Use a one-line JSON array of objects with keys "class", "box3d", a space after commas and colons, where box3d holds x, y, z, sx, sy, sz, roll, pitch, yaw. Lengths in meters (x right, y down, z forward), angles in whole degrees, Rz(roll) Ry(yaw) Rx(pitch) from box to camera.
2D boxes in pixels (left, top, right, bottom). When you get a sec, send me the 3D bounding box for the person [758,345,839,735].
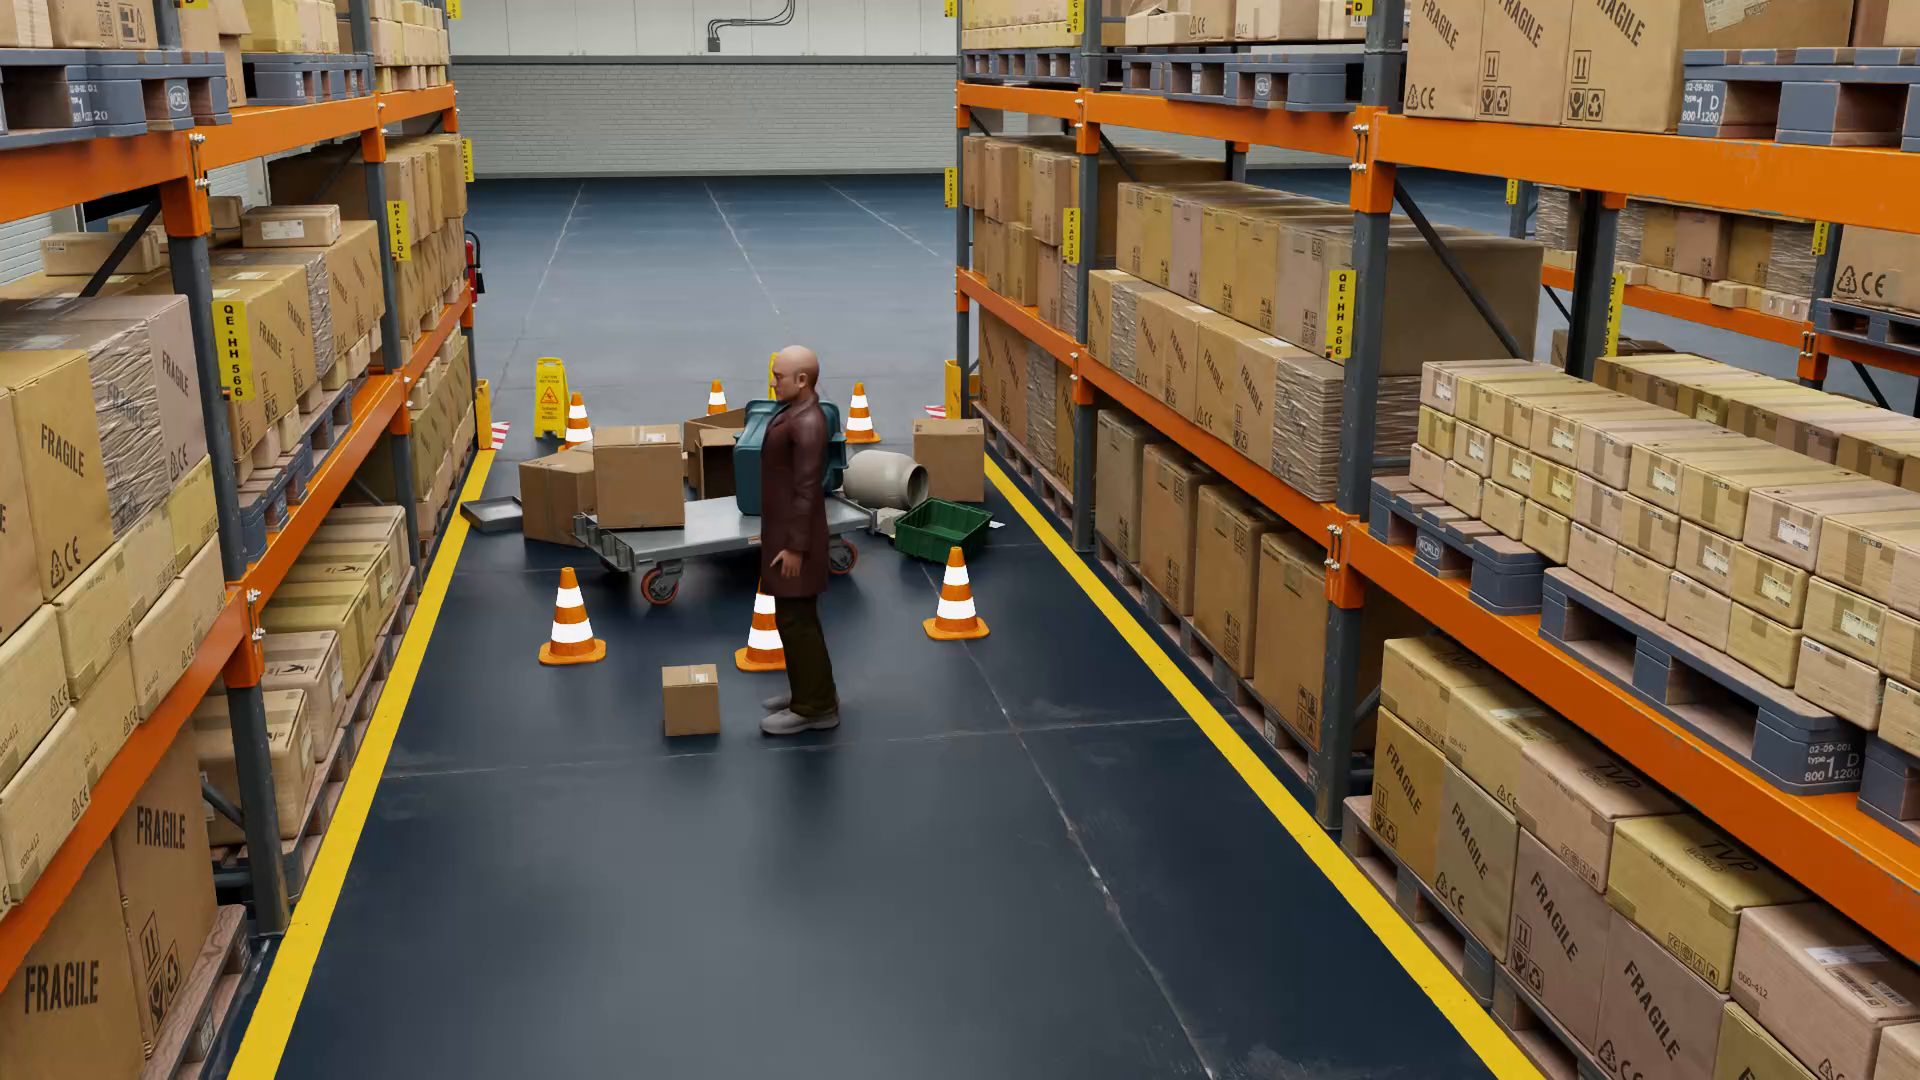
[{"class": "person", "box3d": [-0.750, 0.007, 7.583, 0.399, 1.797, 0.563, -3, 16, -9]}]
